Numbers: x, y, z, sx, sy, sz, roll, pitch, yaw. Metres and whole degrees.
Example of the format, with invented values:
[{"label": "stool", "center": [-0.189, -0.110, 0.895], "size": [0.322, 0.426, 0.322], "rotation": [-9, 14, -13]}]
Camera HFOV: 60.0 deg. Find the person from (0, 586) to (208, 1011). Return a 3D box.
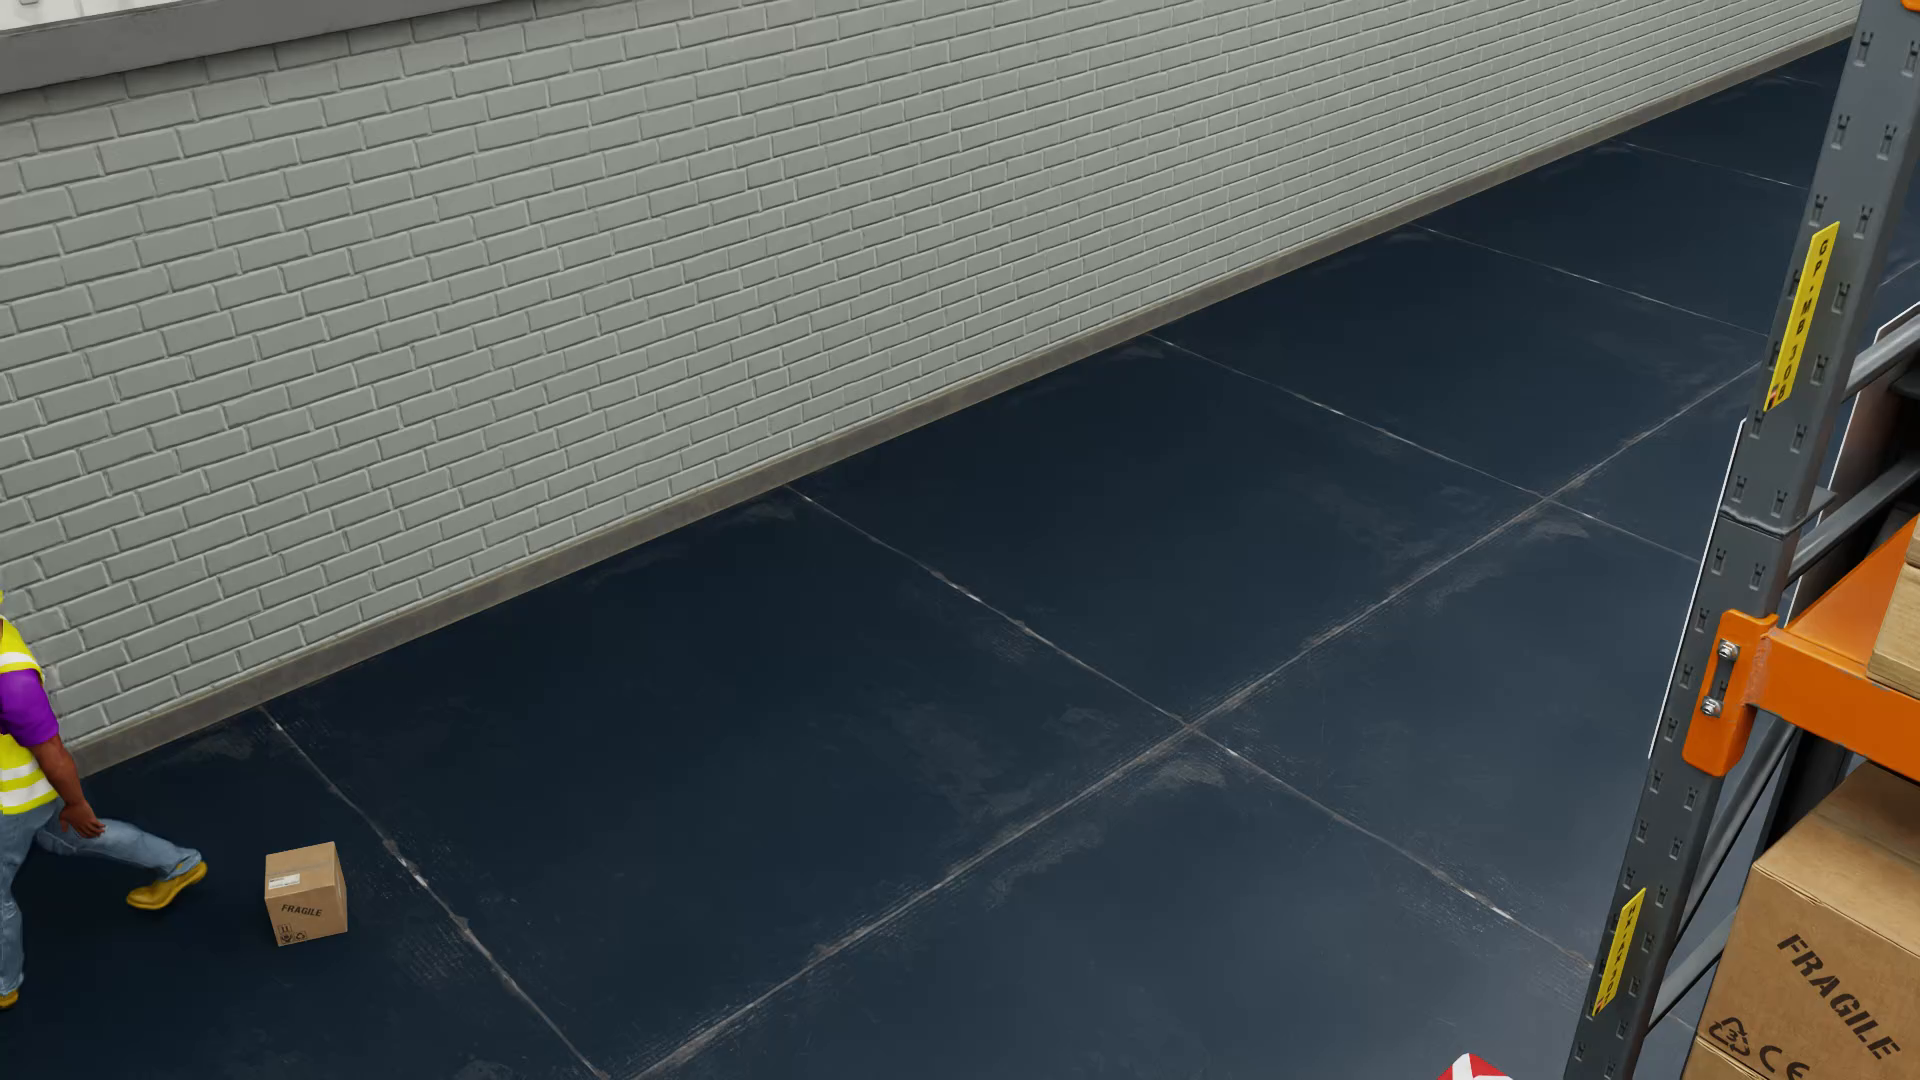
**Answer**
[{"label": "person", "center": [-3.305, 0.825, 5.783], "size": [1.021, 1.730, 0.570], "rotation": [-20, 37, -29]}]
